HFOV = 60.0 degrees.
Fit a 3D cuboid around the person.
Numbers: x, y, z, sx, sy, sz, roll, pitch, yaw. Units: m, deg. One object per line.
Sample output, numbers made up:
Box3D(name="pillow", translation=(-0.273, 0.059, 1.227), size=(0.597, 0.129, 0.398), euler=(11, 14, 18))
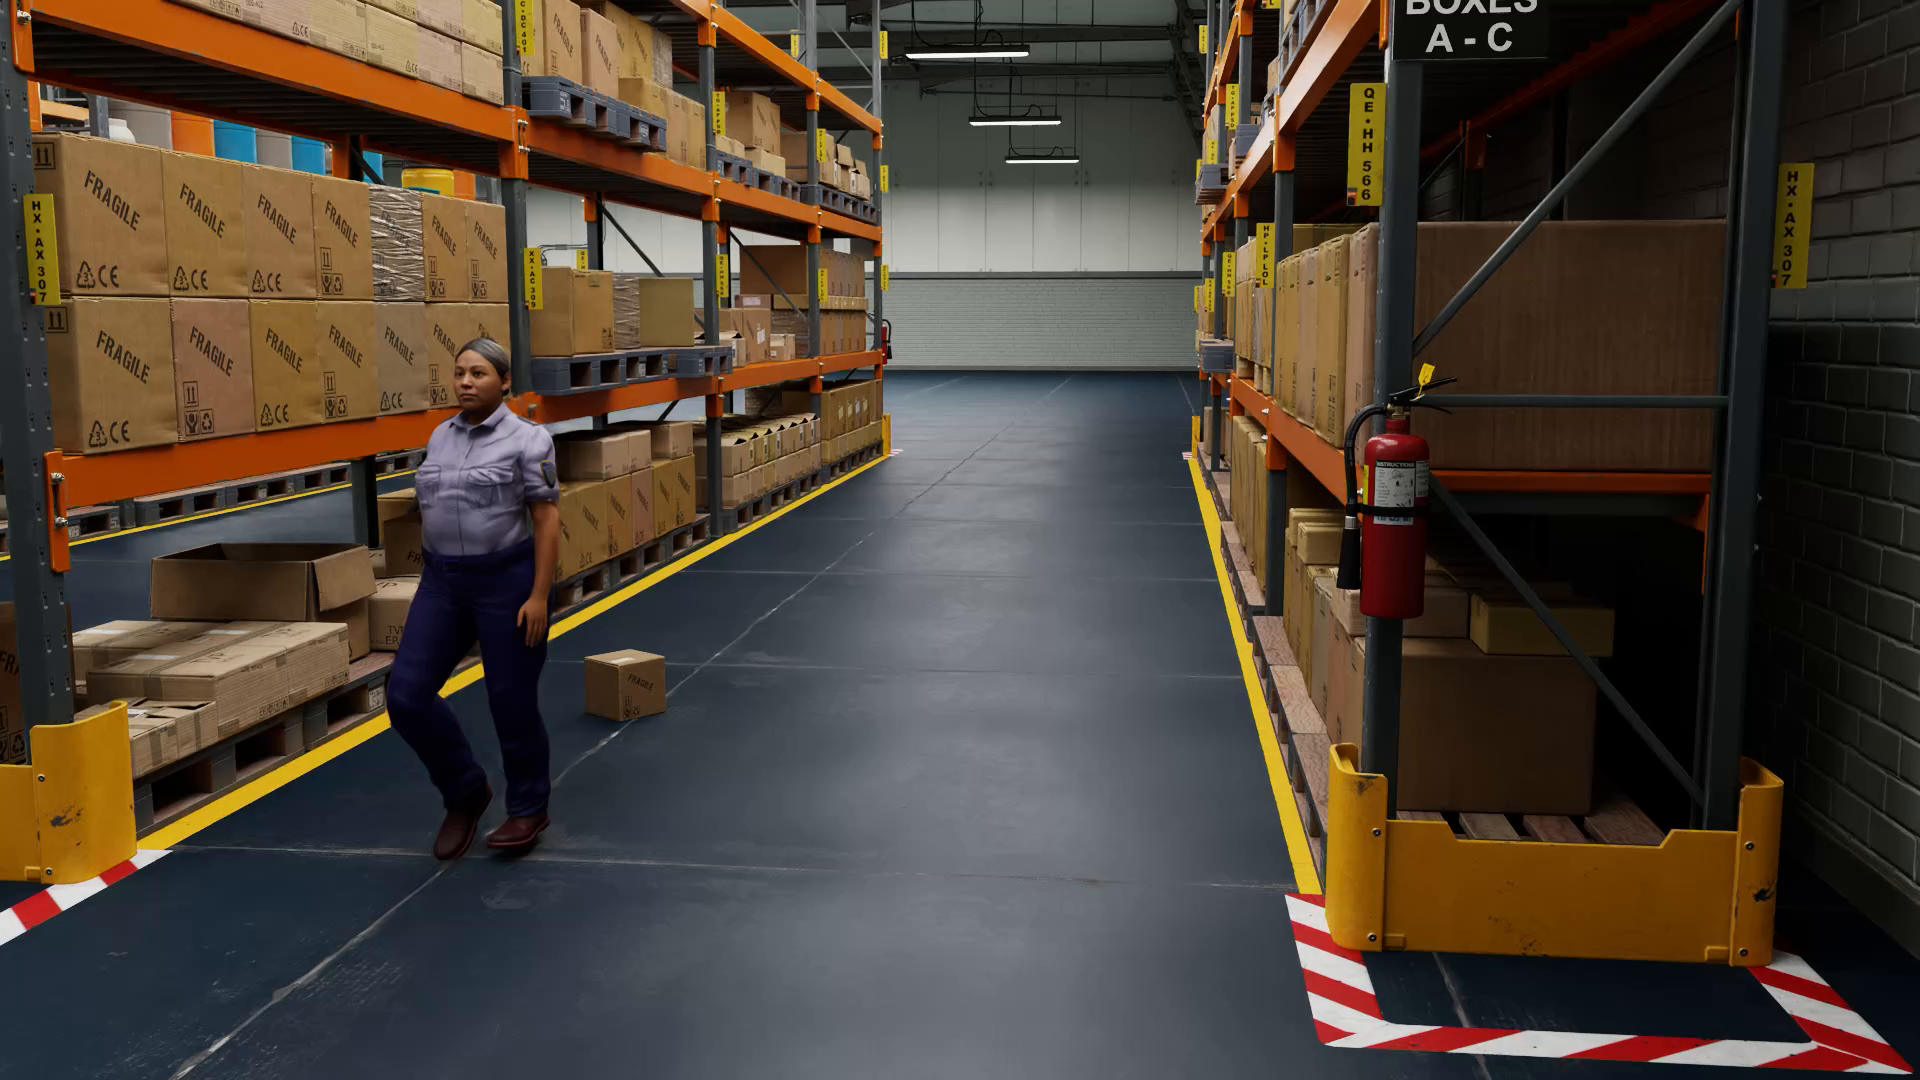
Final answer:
Box3D(name="person", translation=(-1.532, 0.208, 5.307), size=(0.513, 1.689, 0.469), euler=(2, 8, 15))
